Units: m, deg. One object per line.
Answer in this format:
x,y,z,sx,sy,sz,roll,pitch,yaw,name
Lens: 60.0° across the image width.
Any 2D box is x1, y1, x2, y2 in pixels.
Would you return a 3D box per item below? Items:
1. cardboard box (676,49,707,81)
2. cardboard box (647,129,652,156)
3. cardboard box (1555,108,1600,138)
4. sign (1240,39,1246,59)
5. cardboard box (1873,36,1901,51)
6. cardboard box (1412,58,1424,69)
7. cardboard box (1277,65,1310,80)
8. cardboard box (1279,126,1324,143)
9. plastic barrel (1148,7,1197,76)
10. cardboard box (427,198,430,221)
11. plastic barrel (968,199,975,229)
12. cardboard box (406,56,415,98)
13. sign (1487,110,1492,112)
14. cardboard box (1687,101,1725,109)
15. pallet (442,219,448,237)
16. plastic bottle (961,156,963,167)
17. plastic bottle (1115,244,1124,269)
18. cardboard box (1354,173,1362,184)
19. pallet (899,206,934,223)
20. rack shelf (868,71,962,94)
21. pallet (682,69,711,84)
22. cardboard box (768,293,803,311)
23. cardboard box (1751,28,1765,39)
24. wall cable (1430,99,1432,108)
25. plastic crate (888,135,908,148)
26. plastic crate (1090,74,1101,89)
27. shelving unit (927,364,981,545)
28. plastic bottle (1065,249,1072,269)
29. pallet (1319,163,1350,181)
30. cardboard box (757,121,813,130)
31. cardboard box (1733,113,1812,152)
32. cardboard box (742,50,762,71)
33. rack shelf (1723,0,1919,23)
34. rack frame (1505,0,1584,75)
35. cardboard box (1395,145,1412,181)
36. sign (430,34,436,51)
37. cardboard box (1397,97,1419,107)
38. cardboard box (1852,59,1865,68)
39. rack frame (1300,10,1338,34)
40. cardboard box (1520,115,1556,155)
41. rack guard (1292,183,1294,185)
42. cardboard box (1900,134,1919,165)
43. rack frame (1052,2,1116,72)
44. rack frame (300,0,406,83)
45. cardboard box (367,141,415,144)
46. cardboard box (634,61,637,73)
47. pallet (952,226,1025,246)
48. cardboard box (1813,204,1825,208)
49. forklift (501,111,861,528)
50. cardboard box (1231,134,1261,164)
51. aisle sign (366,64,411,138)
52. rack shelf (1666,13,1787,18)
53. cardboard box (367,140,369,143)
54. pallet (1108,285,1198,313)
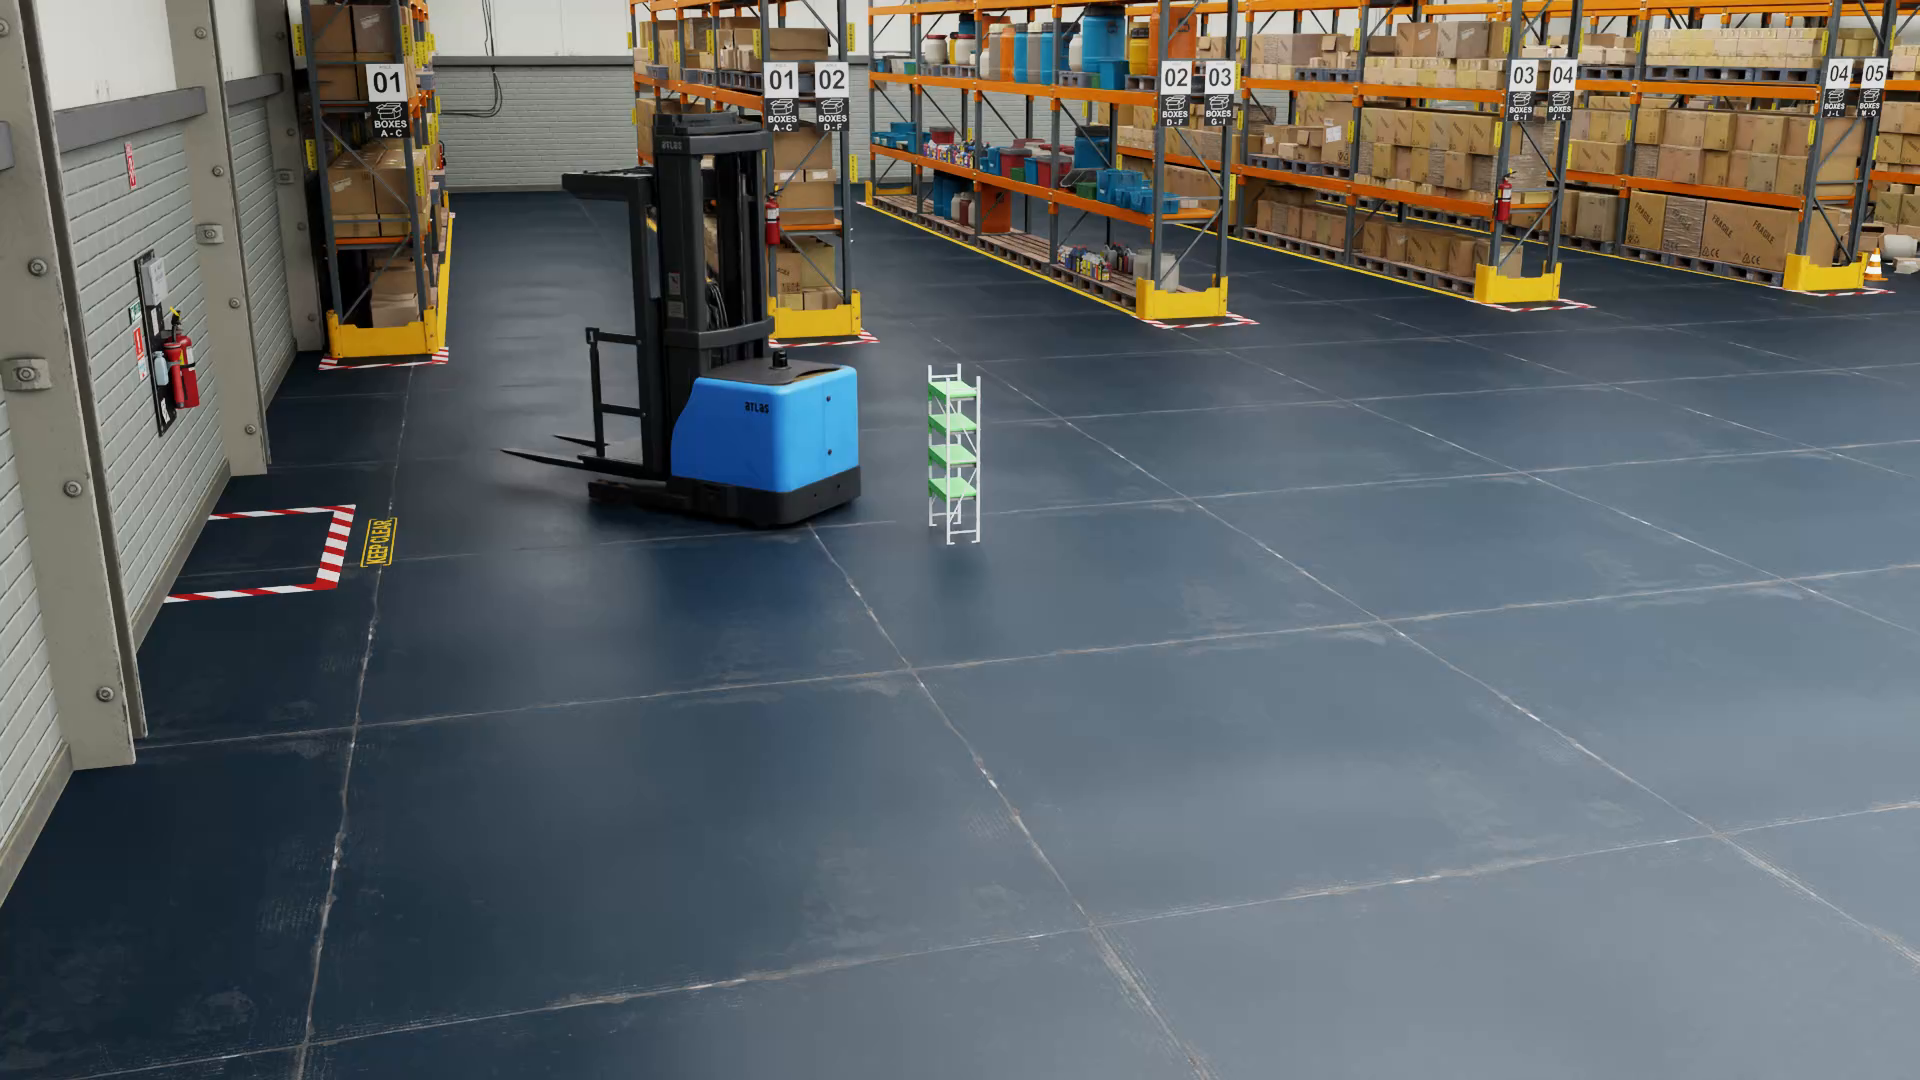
-4.165,-7.770,27.217,0.910,0.500,0.500,-5,17,-15,cardboard box
-5.782,-7.724,32.279,0.500,0.500,0.500,-4,17,-14,cardboard box
10.848,-7.293,29.104,0.700,0.500,0.500,-5,17,-16,cardboard box
4.977,-8.630,29.218,0.100,0.325,0.005,-5,17,-15,sign
15.859,-8.582,28.757,0.500,0.250,0.500,-4,17,-14,cardboard box
6.800,-6.927,24.152,0.380,0.149,0.250,-5,17,-16,cardboard box
5.689,-7.881,28.021,0.500,0.250,0.500,-4,17,-14,cardboard box
5.950,-6.906,28.825,0.700,0.500,0.500,-2,17,-7,cardboard box
2.694,-6.313,21.064,0.600,0.830,0.708,-5,17,-15,plastic barrel
-6.832,-4.084,20.559,0.500,0.250,0.500,-5,17,-15,cardboard box
0.359,-5.851,29.810,0.421,0.512,0.421,0,17,0,plastic barrel
-6.541,-5.320,19.025,0.500,0.500,0.500,-4,17,-12,cardboard box
9.791,-7.785,30.780,0.100,0.325,0.005,-5,17,-15,sign
14.648,-8.382,32.731,0.500,0.500,0.500,-5,17,-17,cardboard box
-10.008,-5.762,30.768,1.003,0.211,1.213,-5,17,-15,pallet
0.072,-6.719,29.452,0.097,0.201,0.097,0,17,0,plastic bottle
2.357,-4.185,24.511,0.144,0.351,0.185,-6,18,-18,plastic bottle
6.382,-5.640,25.950,0.380,0.149,0.250,-5,17,-15,cardboard box
-0.588,-6.529,33.322,1.003,0.211,1.213,-5,17,-15,pallet
-0.898,-9.310,33.767,1.077,0.370,4.000,-5,17,-15,rack shelf
-3.740,-7.333,26.264,1.213,0.211,1.003,-4,17,-13,pallet
-2.246,-2.964,20.655,0.500,0.250,0.500,-5,17,-15,cardboard box
11.812,-7.395,24.290,0.380,0.149,0.250,-5,17,-15,cardboard box
12.632,-12.106,45.273,0.588,1.984,0.122,-5,17,-15,wall cable
-1.252,-8.178,34.150,0.416,0.233,0.300,-5,17,-15,plastic crate
2.022,-6.329,22.961,0.336,0.188,0.450,-5,17,-15,plastic crate
-0.045,-0.620,11.932,0.258,1.200,0.503,-5,17,-15,shelving unit
1.632,-4.148,24.516,0.152,0.276,0.135,-4,17,-13,plastic bottle
6.542,-5.974,26.960,1.003,0.211,1.213,-5,17,-15,pallet
-2.234,-5.053,21.131,0.700,0.500,0.500,-5,17,-15,cardboard box
12.181,-6.106,24.928,0.875,0.550,0.550,-5,17,-15,cardboard box
-2.384,-5.885,20.404,0.500,0.250,0.500,-5,17,-15,cardboard box
15.591,-9.517,29.939,1.077,0.370,4.000,-5,17,-15,rack shelf
7.712,-7.610,21.644,1.000,3.000,0.127,-5,17,-15,rack frame
7.015,-5.633,24.799,0.875,0.500,0.500,-5,17,-15,cardboard box
-10.448,-9.849,32.912,0.100,0.325,0.005,-5,17,-15,sign
9.321,-9.234,35.048,0.500,0.500,0.500,-4,17,-14,cardboard box
12.723,-6.786,23.650,0.380,0.149,0.250,-5,17,-15,cardboard box
8.111,-12.400,37.590,1.000,3.000,0.127,-5,17,-15,rack frame
7.823,-5.580,22.884,0.500,0.500,0.500,-5,17,-15,cardboard box
8.132,-8.309,38.743,1.175,0.500,0.348,-5,17,-15,rack guard
16.154,-6.536,27.807,0.500,0.500,0.500,-5,17,-15,cardboard box
1.850,-8.325,24.024,1.000,3.000,0.127,-5,17,-15,rack frame
-6.576,-6.435,17.733,1.000,3.000,0.127,-5,17,-15,rack frame
-8.272,-5.561,24.314,0.700,0.500,0.500,-5,17,-15,cardboard box
-6.314,-9.583,33.687,0.500,0.250,0.500,-5,17,-15,cardboard box
0.494,-5.437,29.687,1.003,0.211,1.213,-5,17,-15,pallet
14.438,-5.643,28.553,0.500,0.500,0.500,-5,17,-15,cardboard box
-2.296,-1.788,12.808,3.031,2.935,1.130,10,19,29,forklift
5.139,-7.114,30.249,0.500,0.500,0.500,-4,17,-14,cardboard box
-6.268,-4.811,18.235,0.394,0.787,0.004,-5,17,-15,aisle sign
18.164,-12.313,38.558,1.077,0.370,4.000,-5,17,-15,rack shelf
-9.158,-6.085,26.268,0.500,0.500,0.500,-5,17,-15,cardboard box
2.665,-3.252,22.412,1.003,0.211,1.213,-5,17,-15,pallet
